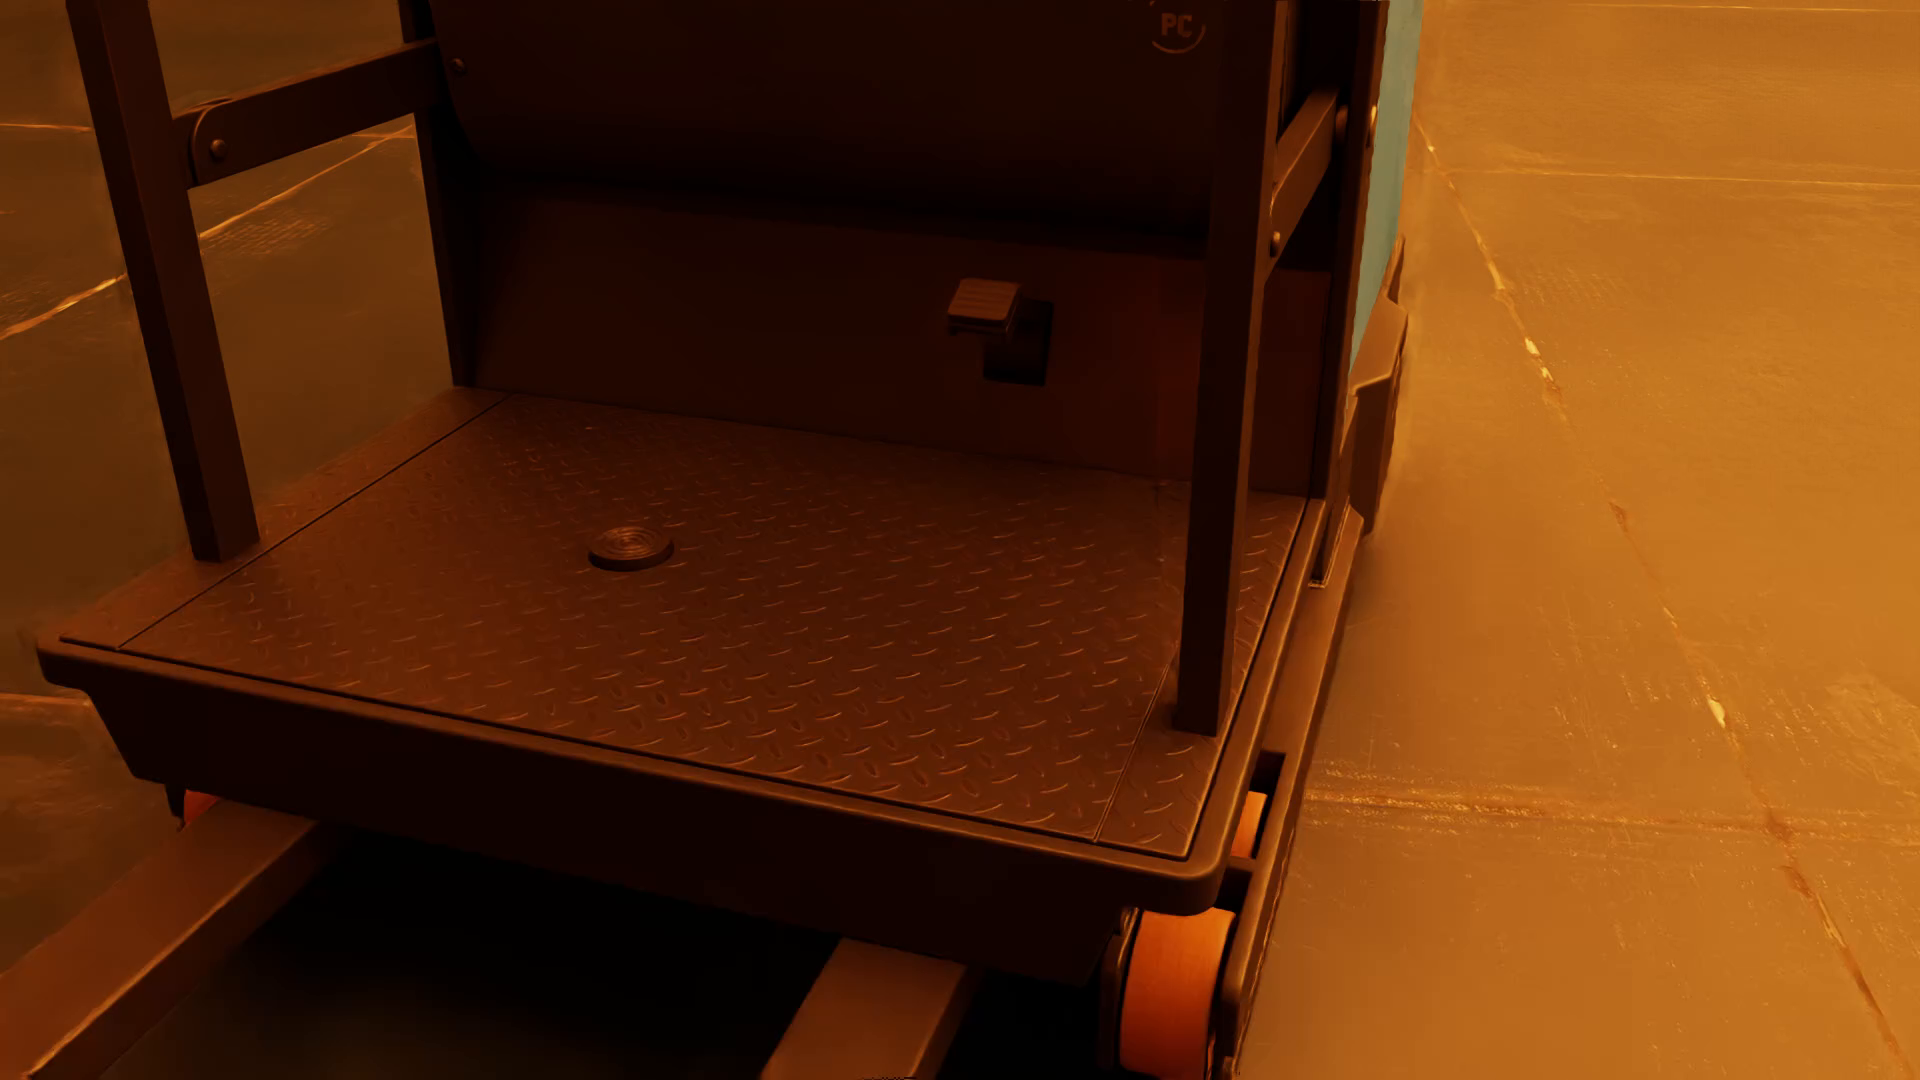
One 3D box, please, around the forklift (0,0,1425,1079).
[{"bbox_3d":[-0.185,-1.021,1.264,1.130,2.935,3.031,8,28,16],"label":"forklift"}]
